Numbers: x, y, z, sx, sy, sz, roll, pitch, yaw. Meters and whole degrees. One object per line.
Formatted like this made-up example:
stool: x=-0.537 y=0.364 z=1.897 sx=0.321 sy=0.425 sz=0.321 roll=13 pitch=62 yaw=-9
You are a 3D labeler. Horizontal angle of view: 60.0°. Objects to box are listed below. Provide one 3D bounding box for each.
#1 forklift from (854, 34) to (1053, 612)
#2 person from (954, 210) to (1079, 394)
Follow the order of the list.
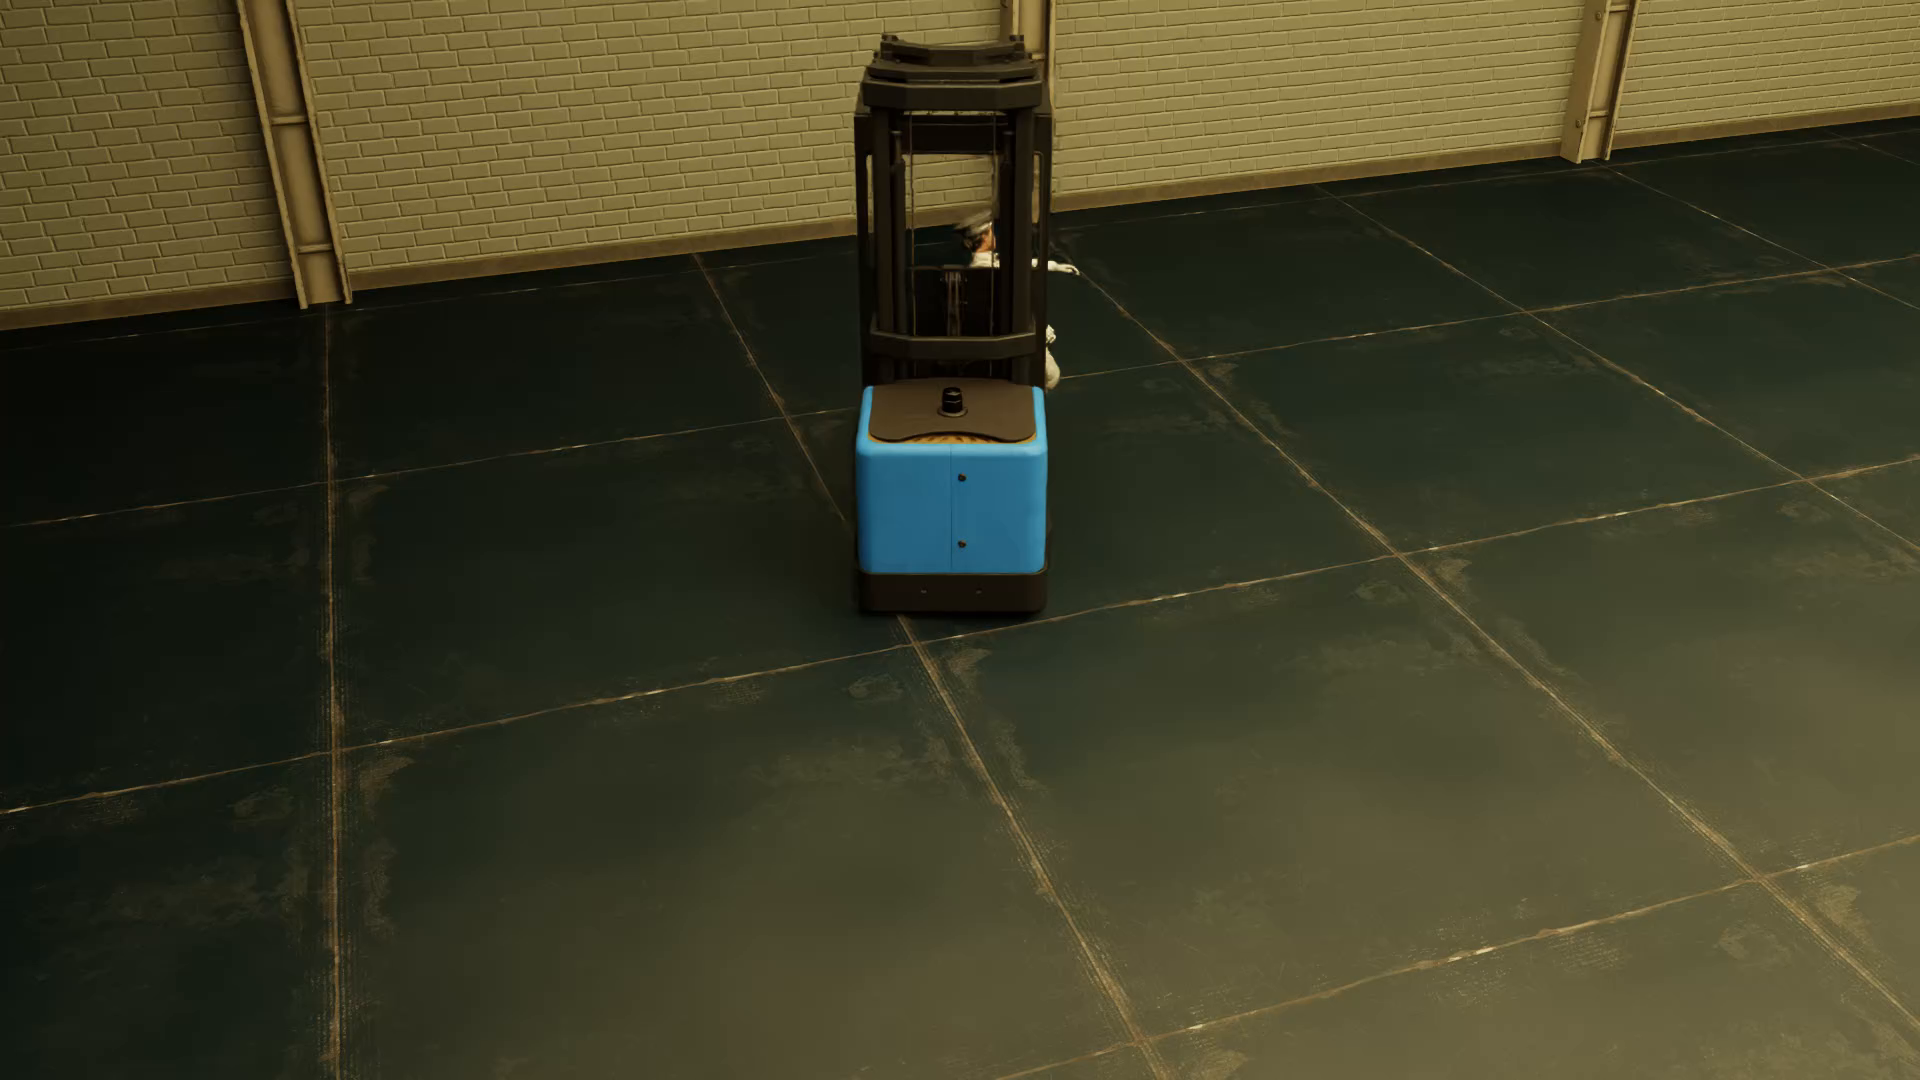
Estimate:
forklift: x=-0.036 y=-1.568 z=9.811 sx=1.130 sy=2.935 sz=3.031 roll=0 pitch=30 yaw=0
person: x=0.380 y=-1.345 z=10.791 sx=0.819 sy=1.518 sz=0.819 roll=-1 pitch=30 yaw=-2
